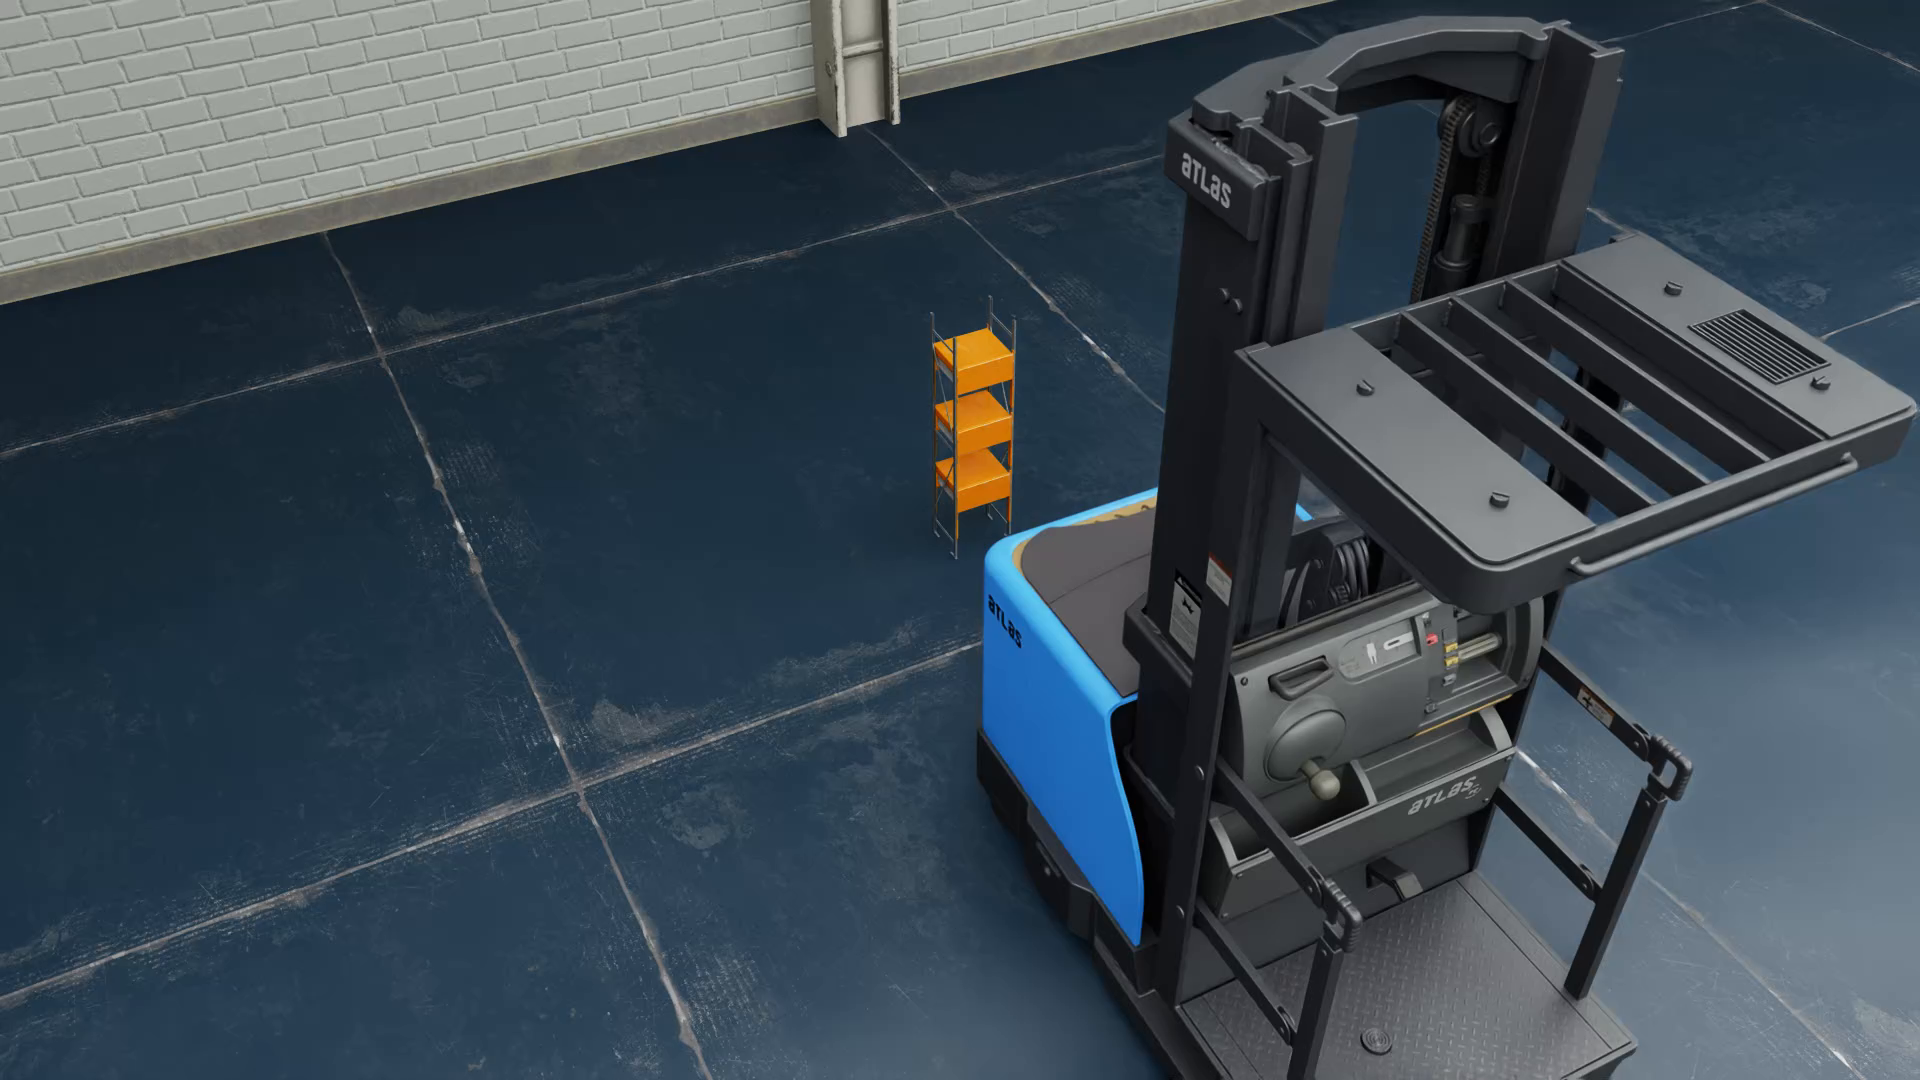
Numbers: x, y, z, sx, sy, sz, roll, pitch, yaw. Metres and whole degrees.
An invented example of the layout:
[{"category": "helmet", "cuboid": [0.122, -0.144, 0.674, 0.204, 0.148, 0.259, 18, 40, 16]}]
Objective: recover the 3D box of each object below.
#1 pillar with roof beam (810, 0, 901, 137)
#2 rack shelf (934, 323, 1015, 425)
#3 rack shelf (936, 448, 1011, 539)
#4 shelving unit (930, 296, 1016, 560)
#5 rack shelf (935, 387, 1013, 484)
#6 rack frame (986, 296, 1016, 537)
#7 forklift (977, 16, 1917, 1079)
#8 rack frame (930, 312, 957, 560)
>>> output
[{"category": "pillar with roof beam", "cuboid": [1.401, -3.404, 3.806, 0.400, 9.000, 9.100, -19, 44, -21]}, {"category": "rack shelf", "cuboid": [0.047, -0.625, 6.253, 0.240, 0.259, 0.215, -19, 44, -21]}, {"category": "rack shelf", "cuboid": [0.047, -0.196, 6.616, 0.240, 0.259, 0.215, -19, 44, -21]}, {"category": "shelving unit", "cuboid": [0.047, -0.417, 6.430, 0.252, 1.050, 0.215, -19, 44, -21]}, {"category": "rack shelf", "cuboid": [0.047, -0.409, 6.437, 0.240, 0.259, 0.215, -19, 44, -21]}, {"category": "rack frame", "cuboid": [0.156, -0.453, 6.473, 0.008, 1.050, 0.200, -19, 44, -21]}, {"category": "forklift", "cuboid": [1.172, 0.421, 3.984, 1.130, 2.935, 3.031, -18, 43, -20]}, {"category": "rack frame", "cuboid": [-0.061, -0.380, 6.387, 0.008, 1.050, 0.200, -19, 44, -21]}]
